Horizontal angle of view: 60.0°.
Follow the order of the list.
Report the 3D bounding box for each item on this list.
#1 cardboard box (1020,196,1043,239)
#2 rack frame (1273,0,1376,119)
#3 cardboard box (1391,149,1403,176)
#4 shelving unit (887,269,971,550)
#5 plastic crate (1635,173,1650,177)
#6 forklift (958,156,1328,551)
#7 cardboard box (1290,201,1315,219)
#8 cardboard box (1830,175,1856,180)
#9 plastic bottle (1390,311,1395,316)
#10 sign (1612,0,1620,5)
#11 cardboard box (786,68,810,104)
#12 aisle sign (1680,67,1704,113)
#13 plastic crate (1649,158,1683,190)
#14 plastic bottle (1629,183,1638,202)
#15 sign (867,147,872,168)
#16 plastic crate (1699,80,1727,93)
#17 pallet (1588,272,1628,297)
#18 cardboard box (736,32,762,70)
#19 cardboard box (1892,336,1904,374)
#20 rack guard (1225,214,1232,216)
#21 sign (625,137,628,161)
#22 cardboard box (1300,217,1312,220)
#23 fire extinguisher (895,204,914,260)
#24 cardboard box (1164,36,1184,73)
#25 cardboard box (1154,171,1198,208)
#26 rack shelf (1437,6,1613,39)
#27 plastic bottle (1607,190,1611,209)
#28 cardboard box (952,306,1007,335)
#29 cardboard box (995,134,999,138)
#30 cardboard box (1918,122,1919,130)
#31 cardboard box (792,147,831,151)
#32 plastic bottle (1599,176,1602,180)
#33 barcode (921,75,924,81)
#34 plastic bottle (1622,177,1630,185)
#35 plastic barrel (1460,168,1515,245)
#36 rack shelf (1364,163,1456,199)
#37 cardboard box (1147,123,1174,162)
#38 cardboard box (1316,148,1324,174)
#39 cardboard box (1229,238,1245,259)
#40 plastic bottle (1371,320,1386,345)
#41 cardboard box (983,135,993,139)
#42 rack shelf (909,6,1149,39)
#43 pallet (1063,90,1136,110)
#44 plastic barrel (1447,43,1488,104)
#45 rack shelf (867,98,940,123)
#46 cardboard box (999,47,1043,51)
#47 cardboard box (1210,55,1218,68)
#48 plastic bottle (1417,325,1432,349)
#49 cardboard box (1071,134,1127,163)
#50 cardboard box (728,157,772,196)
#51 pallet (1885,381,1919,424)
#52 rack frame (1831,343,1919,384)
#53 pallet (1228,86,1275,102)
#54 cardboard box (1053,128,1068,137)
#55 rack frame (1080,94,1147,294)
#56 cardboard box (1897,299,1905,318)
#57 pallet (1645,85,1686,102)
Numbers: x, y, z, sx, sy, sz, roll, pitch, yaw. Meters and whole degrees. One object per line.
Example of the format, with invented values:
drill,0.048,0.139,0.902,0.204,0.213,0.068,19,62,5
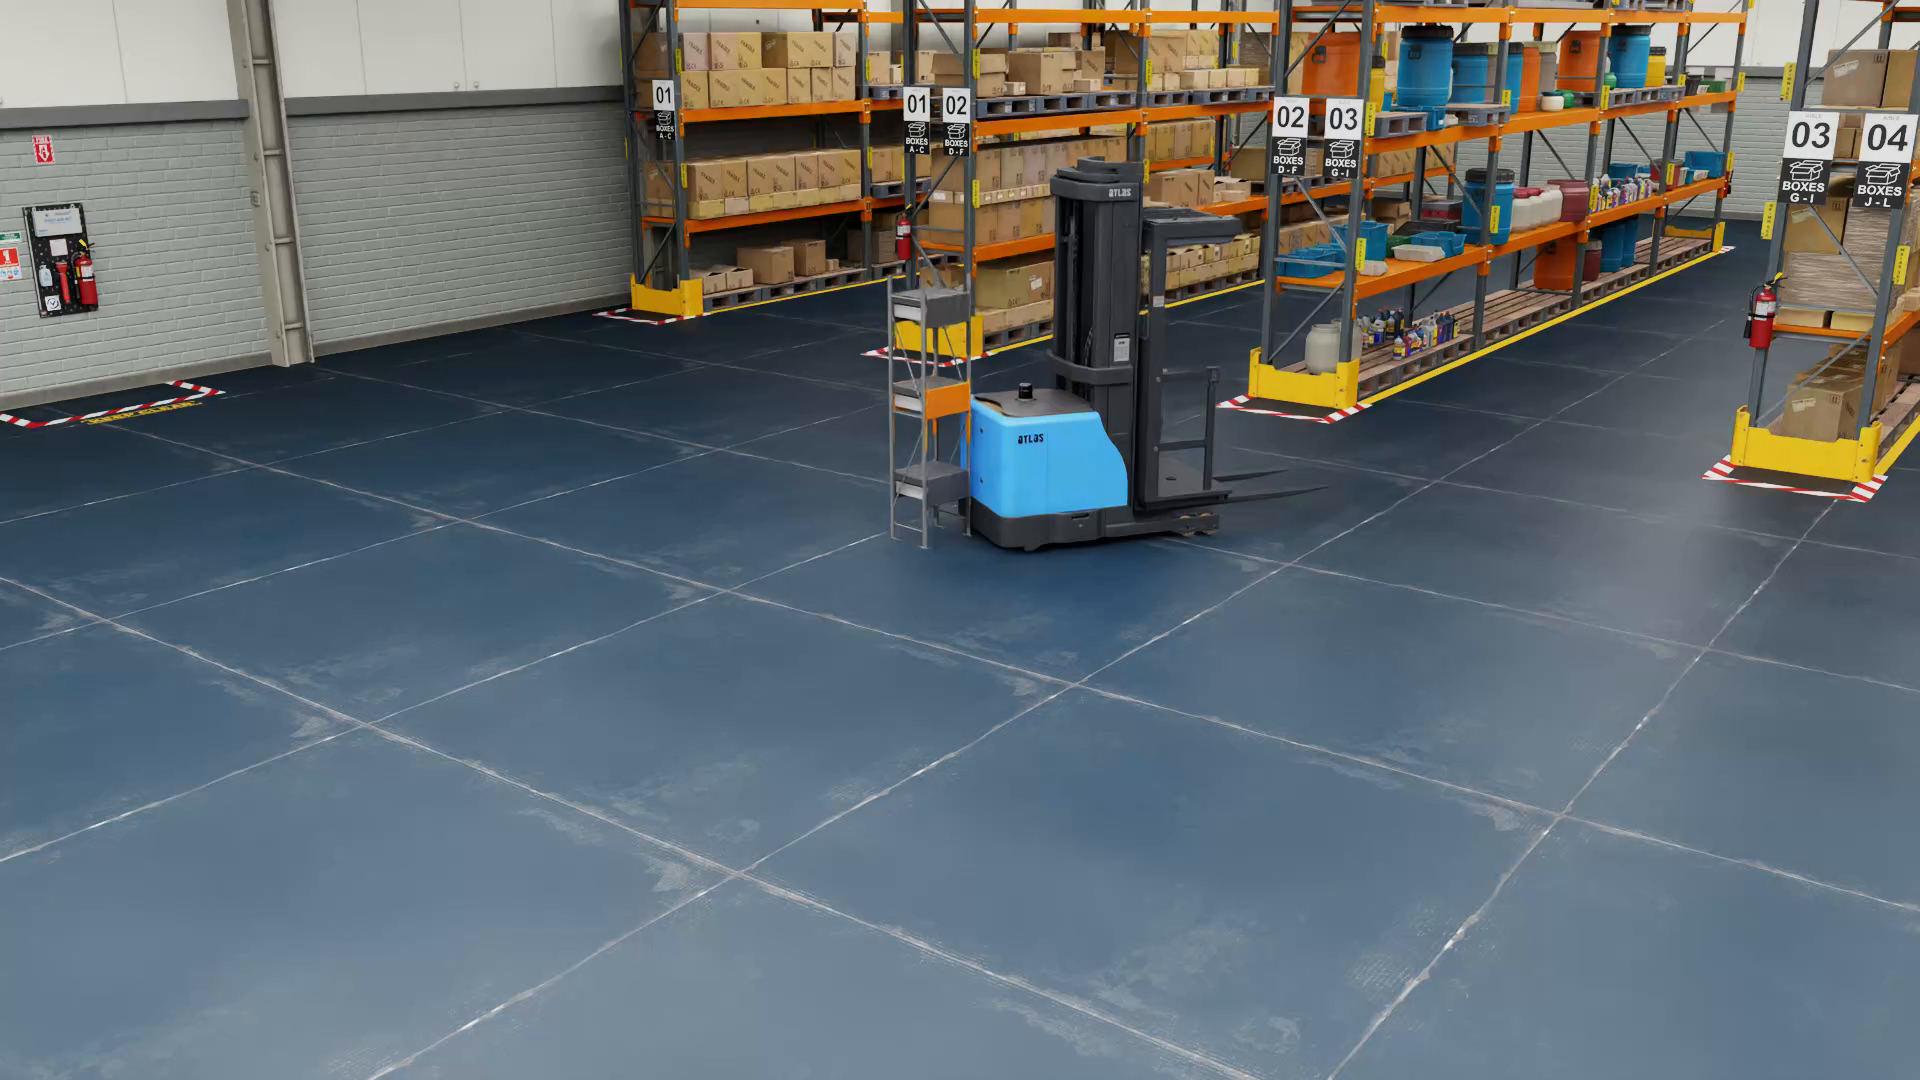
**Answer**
cardboard box,0.648,-4.214,21.587,0.700,0.500,0.500,13,21,35
rack frame,3.726,-5.803,16.757,1.000,3.000,0.127,12,21,35
cardboard box,7.725,-6.916,30.288,0.500,0.500,0.500,13,21,36
shelving unit,-0.233,-1.020,12.988,0.431,2.100,0.503,16,24,42
plastic crate,11.672,-6.167,28.387,0.293,0.136,0.466,12,21,35
forklift,1.557,-1.567,13.346,3.031,2.935,1.130,-6,18,-20
cardboard box,5.820,-5.736,28.867,0.500,0.250,0.500,12,21,35
cardboard box,9.020,-3.382,16.721,0.500,0.500,0.500,12,21,35
plastic bottle,5.397,-2.720,20.795,0.152,0.276,0.135,13,22,37
sign,8.939,-7.459,22.633,0.100,0.325,0.005,12,21,35
cardboard box,-2.561,-6.710,24.534,0.500,0.500,0.500,11,21,33
aisle sign,13.064,-8.060,29.757,0.394,0.787,0.004,12,21,35
plastic crate,11.609,-6.024,27.374,0.402,0.464,0.583,12,21,35
plastic bottle,10.383,-5.379,25.716,0.152,0.276,0.135,12,21,35
sign,-1.407,-5.961,25.921,0.100,0.325,0.005,12,21,35
plastic crate,12.901,-7.795,28.586,0.450,0.188,0.336,12,21,35
pallet,9.656,-3.996,25.756,1.003,0.211,1.213,12,21,35
cardboard box,-3.170,-6.939,23.586,0.500,0.500,0.500,13,22,36
cardboard box,9.817,-1.934,17.921,0.500,0.500,0.500,12,21,33
rack guard,5.317,-7.311,35.945,1.175,0.500,0.348,12,21,35
sign,-4.664,-5.495,23.397,0.100,0.325,0.005,12,21,35
cardboard box,5.803,-5.370,28.951,0.500,0.500,0.500,13,21,35
fire extinguisher,-0.693,-3.831,20.653,0.296,0.674,0.183,12,21,35
cardboard box,2.853,-6.966,23.841,0.500,0.500,0.500,15,23,40
cardboard box,3.216,-5.239,24.889,0.500,0.500,0.500,12,21,35
rack shelf,7.301,-6.698,21.525,1.077,0.370,4.000,12,21,35
plastic bottle,9.594,-5.048,24.657,0.097,0.271,0.097,0,17,0
cardboard box,0.248,-2.790,21.099,0.500,0.250,0.500,12,21,35
cardboard box,0.598,-7.305,29.742,0.500,0.250,0.500,13,22,36
cardboard box,8.286,-3.683,14.570,0.380,0.149,0.250,13,21,36
cardboard box,-2.295,-5.862,26.019,0.500,0.500,0.500,12,21,33
plastic bottle,10.315,-5.728,26.829,0.061,0.283,0.133,12,21,35
barcode,-0.458,-5.681,20.443,0.001,0.075,0.075,12,21,35
plastic bottle,10.365,-5.477,25.907,0.144,0.351,0.185,12,21,35
plastic barrel,6.583,-4.169,20.764,0.600,0.901,0.708,12,21,35
rack shelf,8.092,-6.805,31.313,1.077,0.370,4.000,12,21,35
cardboard box,3.695,-7.989,33.407,0.980,0.700,0.700,12,21,33
cardboard box,5.897,-6.489,28.205,0.700,0.500,0.500,7,19,21
cardboard box,4.098,-4.582,25.922,0.500,0.311,0.500,12,21,34
plastic bottle,5.063,-2.515,20.135,0.152,0.276,0.135,12,21,35
cardboard box,0.355,-7.074,28.962,0.380,0.149,0.250,9,20,28
rack shelf,0.942,-6.621,21.279,1.077,0.370,4.000,12,21,35
pallet,1.646,-5.949,22.436,1.003,0.211,1.213,12,21,35
plastic barrel,6.238,-5.722,20.709,0.600,0.901,0.708,12,21,35
rack shelf,-0.656,-7.207,27.548,1.077,0.370,4.000,12,21,35
cardboard box,1.052,-8.546,29.736,0.700,0.500,0.500,11,20,32
cardboard box,5.080,-9.887,34.343,0.500,0.250,0.500,13,22,36
plastic bottle,5.550,-2.435,19.878,0.152,0.276,0.135,13,21,36
cardboard box,1.874,-5.327,22.985,0.700,0.500,0.500,13,21,35
cardboard box,-3.089,-5.283,24.154,0.500,0.500,0.500,12,21,33
pallet,9.715,-1.518,17.775,1.003,0.211,1.213,12,21,35
rack frame,10.087,-3.015,17.896,1.000,3.000,0.127,12,21,35
pallet,4.184,-6.884,25.616,1.213,0.211,1.003,14,22,37
cardboard box,1.628,-7.462,30.247,0.500,0.250,0.500,13,21,35
rack frame,2.133,-4.767,23.536,1.000,3.000,0.127,12,21,35
cardboard box,8.677,-2.203,15.704,0.380,0.149,0.250,12,21,35
pallet,10.487,-6.934,25.777,1.213,0.211,1.003,12,21,35
